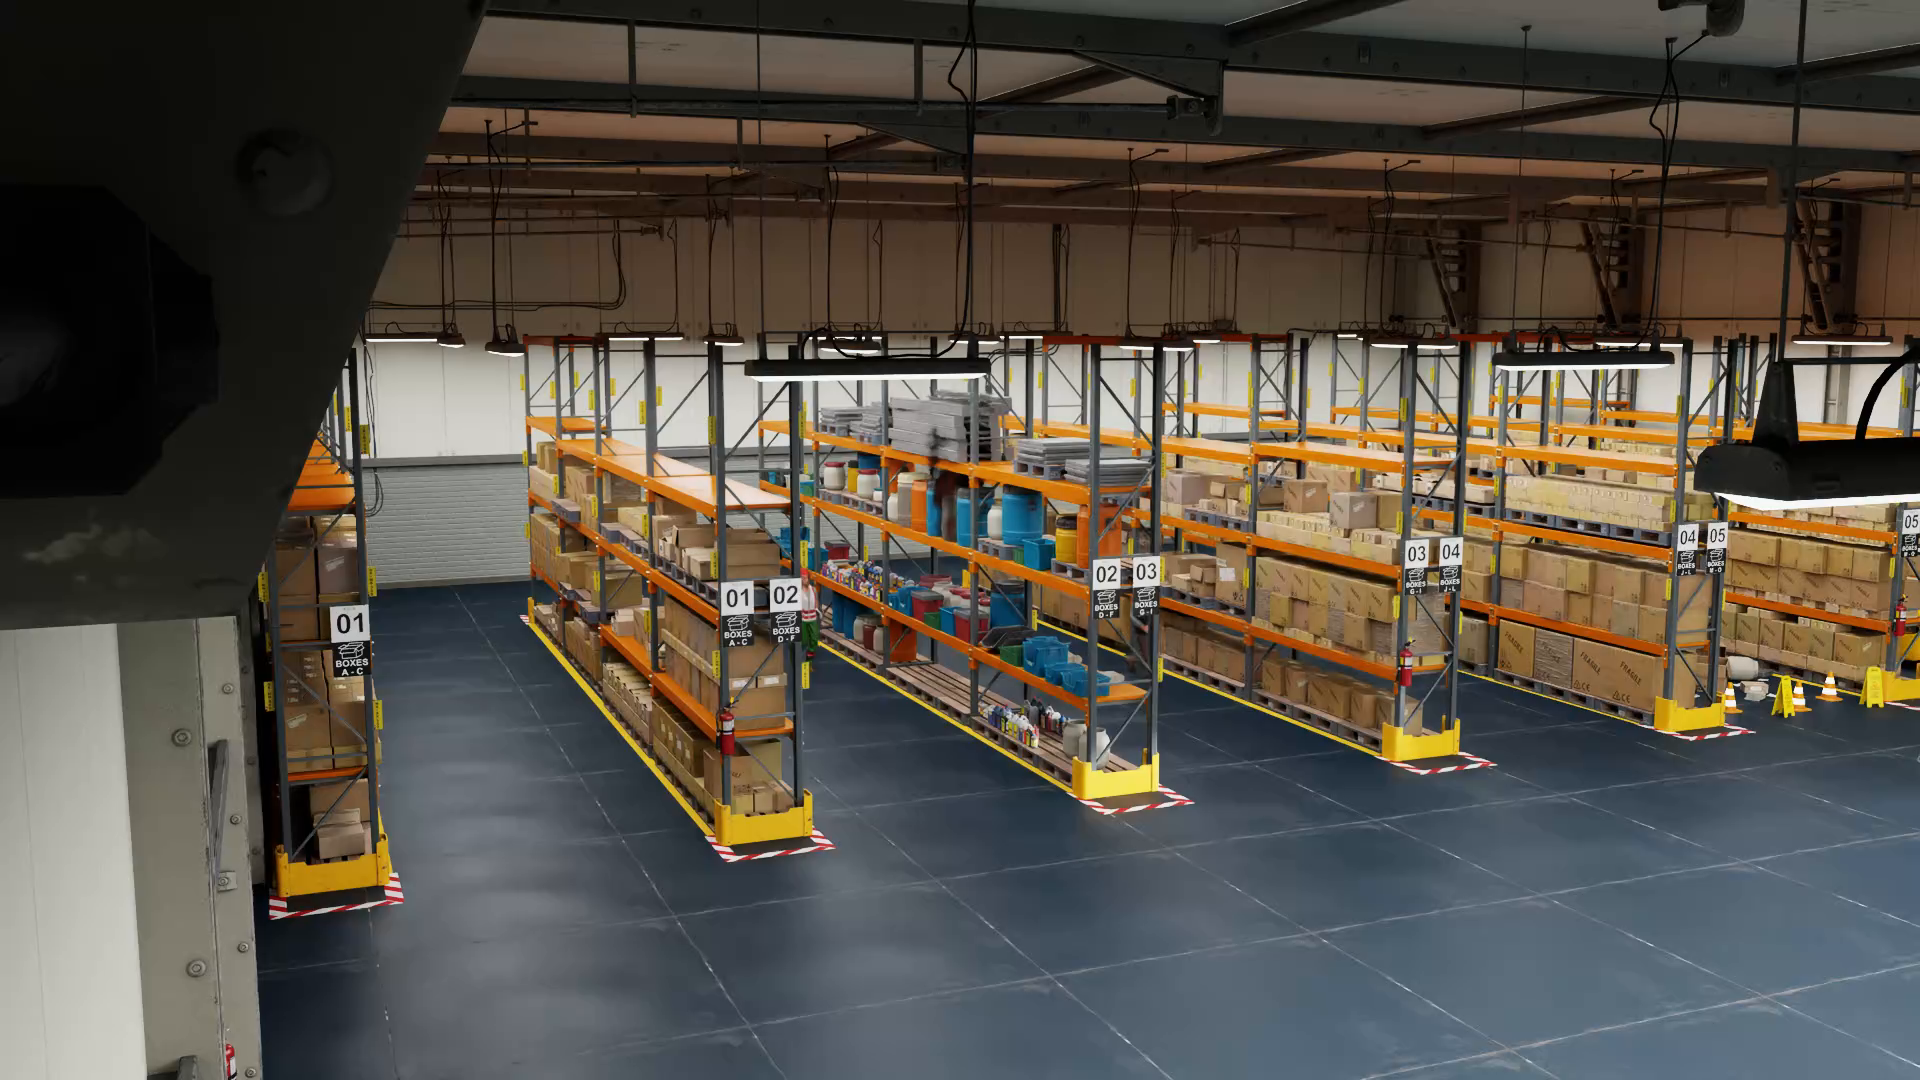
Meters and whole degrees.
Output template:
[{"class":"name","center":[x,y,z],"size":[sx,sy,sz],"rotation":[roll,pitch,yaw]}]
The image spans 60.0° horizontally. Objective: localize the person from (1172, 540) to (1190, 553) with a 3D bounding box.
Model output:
[{"class":"person","center":[5.652,-0.062,42.135],"size":[0.818,1.593,0.554],"rotation":[-2,8,-16]}]

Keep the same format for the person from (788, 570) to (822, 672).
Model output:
[{"class":"person","center":[-2.685,1.380,28.692],"size":[0.655,1.749,0.744],"rotation":[-5,9,-33]}]

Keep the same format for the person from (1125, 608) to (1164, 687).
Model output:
[{"class":"person","center":[3.075,1.558,27.493],"size":[0.661,1.705,0.733],"rotation":[-6,10,-39]}]
